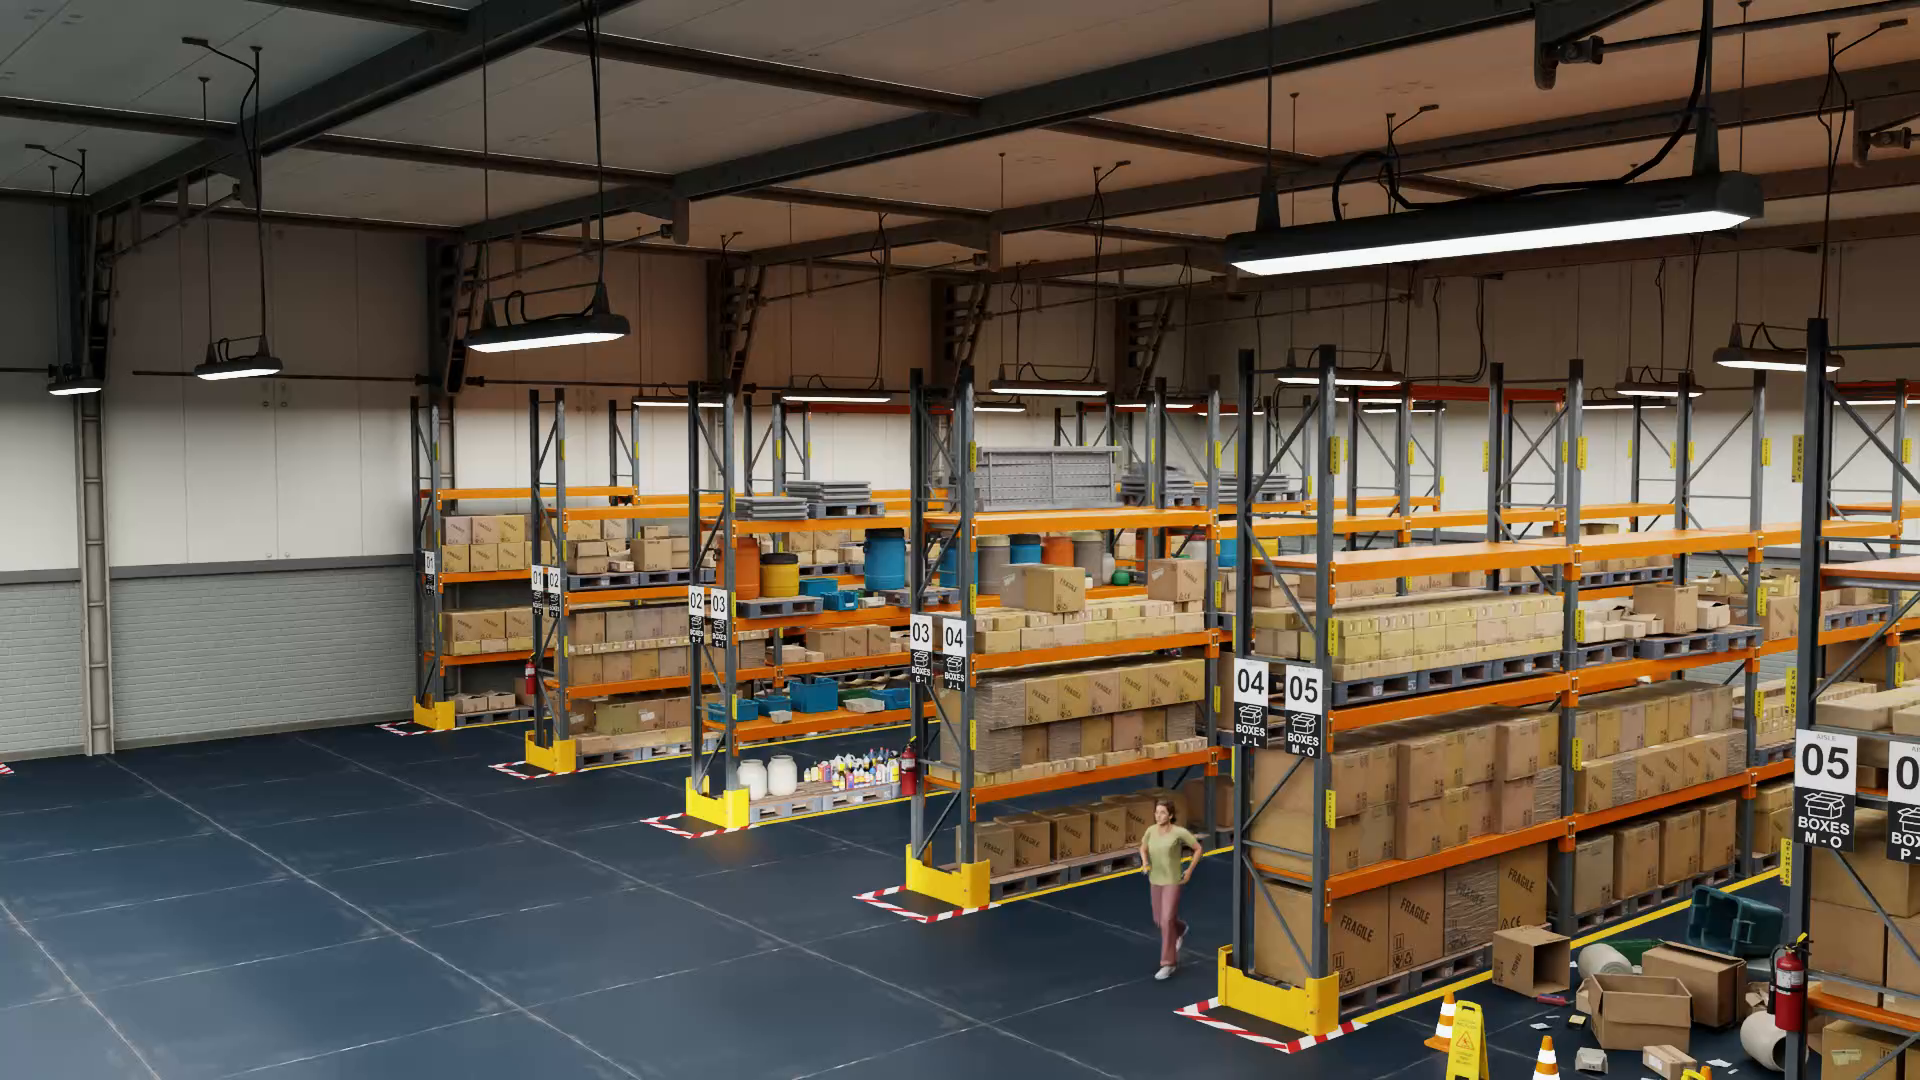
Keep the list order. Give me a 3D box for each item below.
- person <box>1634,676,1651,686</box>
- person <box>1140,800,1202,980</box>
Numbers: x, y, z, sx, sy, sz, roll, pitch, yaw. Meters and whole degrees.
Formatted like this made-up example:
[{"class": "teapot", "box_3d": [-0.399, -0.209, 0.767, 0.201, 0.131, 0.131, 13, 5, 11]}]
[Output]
[{"class": "person", "box_3d": [10.122, 2.853, 24.561, 0.845, 1.760, 0.708, -3, 5, -42]}, {"class": "person", "box_3d": [2.054, 3.373, 16.325, 0.627, 1.676, 0.862, 2, 4, 32]}]
